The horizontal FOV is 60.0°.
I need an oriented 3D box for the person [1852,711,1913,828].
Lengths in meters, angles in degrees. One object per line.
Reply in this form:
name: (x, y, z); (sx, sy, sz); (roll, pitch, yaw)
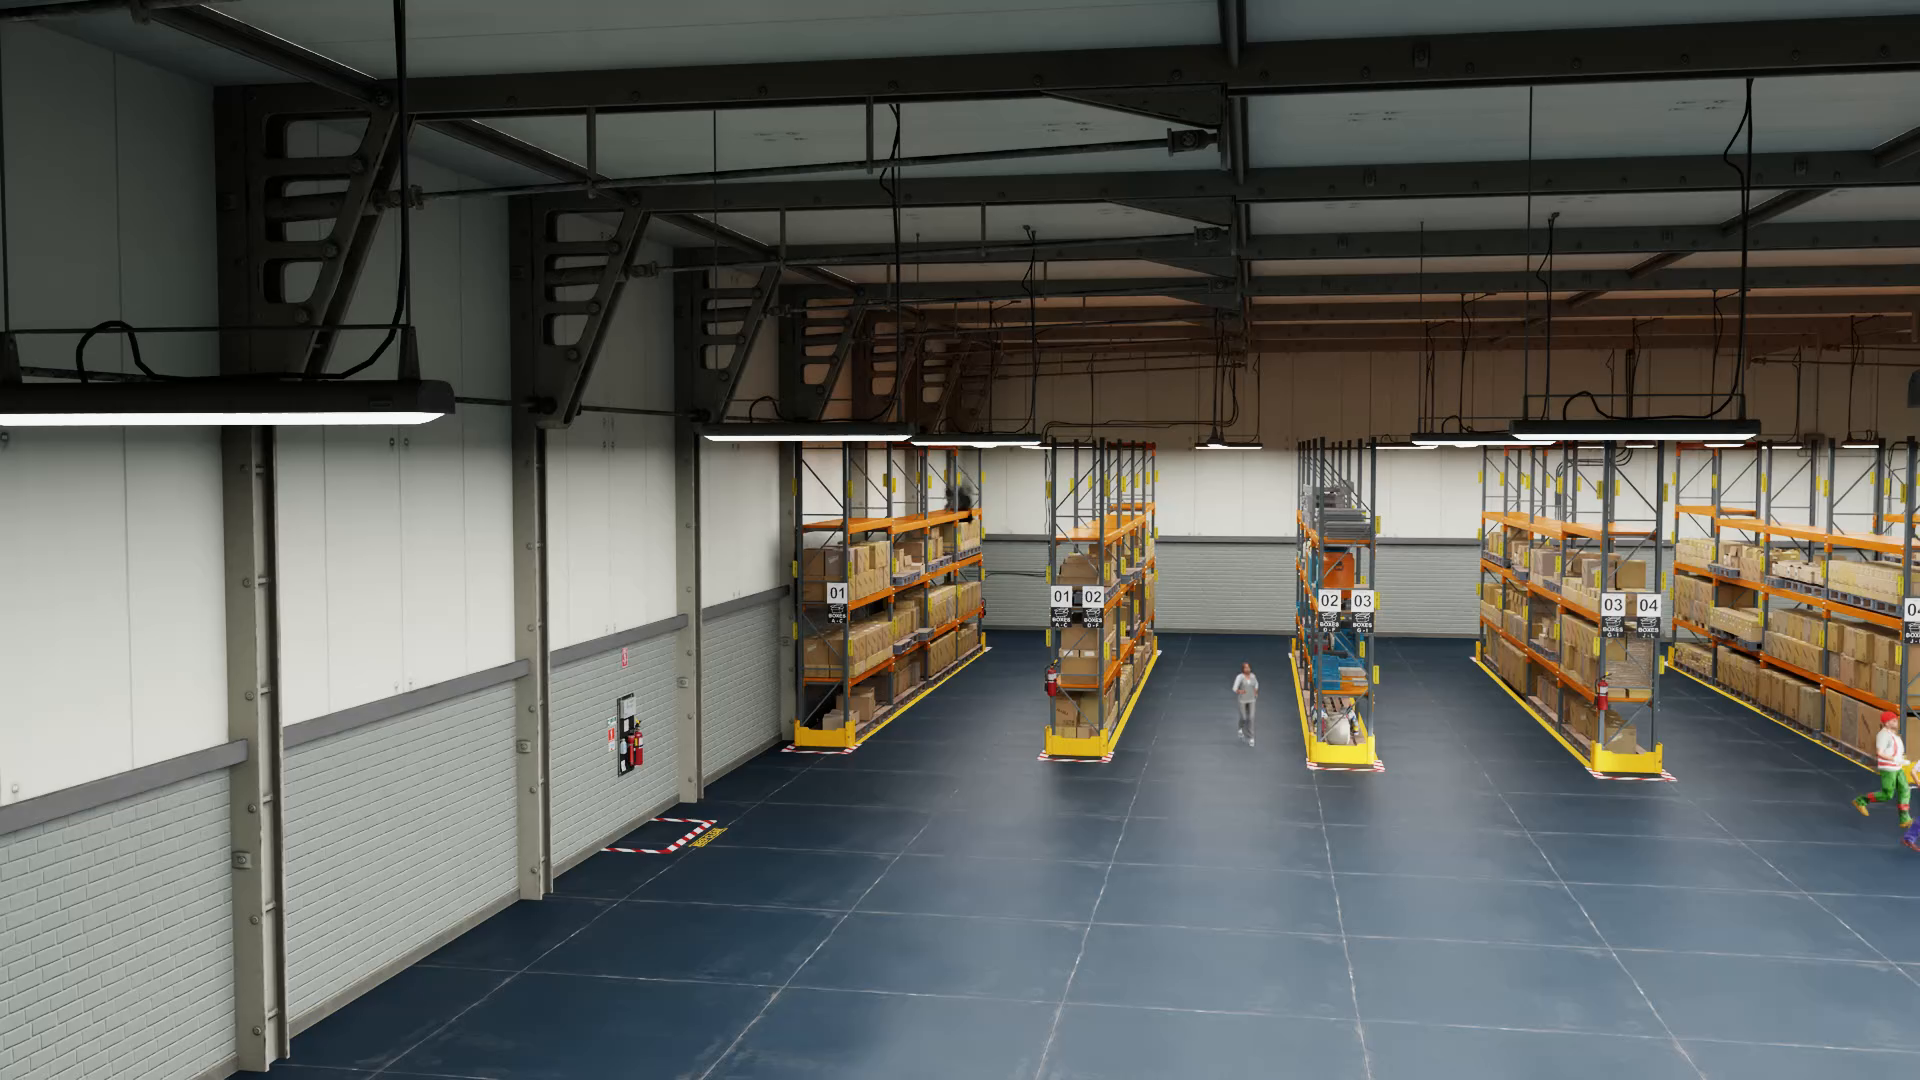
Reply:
person: (14.179, 3.497, 25.381); (0.667, 1.776, 0.962); (-3, 4, -42)

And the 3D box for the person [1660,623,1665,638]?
person: (17.421, 2.641, 41.954); (0.639, 1.698, 0.838); (0, 3, 1)

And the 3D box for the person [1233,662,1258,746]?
person: (5.608, 3.190, 32.587); (0.540, 1.583, 0.879); (0, 3, -4)

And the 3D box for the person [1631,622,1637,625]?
person: (17.592, 2.600, 43.504); (0.577, 1.663, 0.915); (1, 3, 13)

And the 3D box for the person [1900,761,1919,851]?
person: (13.697, 3.666, 23.426); (0.755, 1.697, 0.581); (2, 4, 37)
